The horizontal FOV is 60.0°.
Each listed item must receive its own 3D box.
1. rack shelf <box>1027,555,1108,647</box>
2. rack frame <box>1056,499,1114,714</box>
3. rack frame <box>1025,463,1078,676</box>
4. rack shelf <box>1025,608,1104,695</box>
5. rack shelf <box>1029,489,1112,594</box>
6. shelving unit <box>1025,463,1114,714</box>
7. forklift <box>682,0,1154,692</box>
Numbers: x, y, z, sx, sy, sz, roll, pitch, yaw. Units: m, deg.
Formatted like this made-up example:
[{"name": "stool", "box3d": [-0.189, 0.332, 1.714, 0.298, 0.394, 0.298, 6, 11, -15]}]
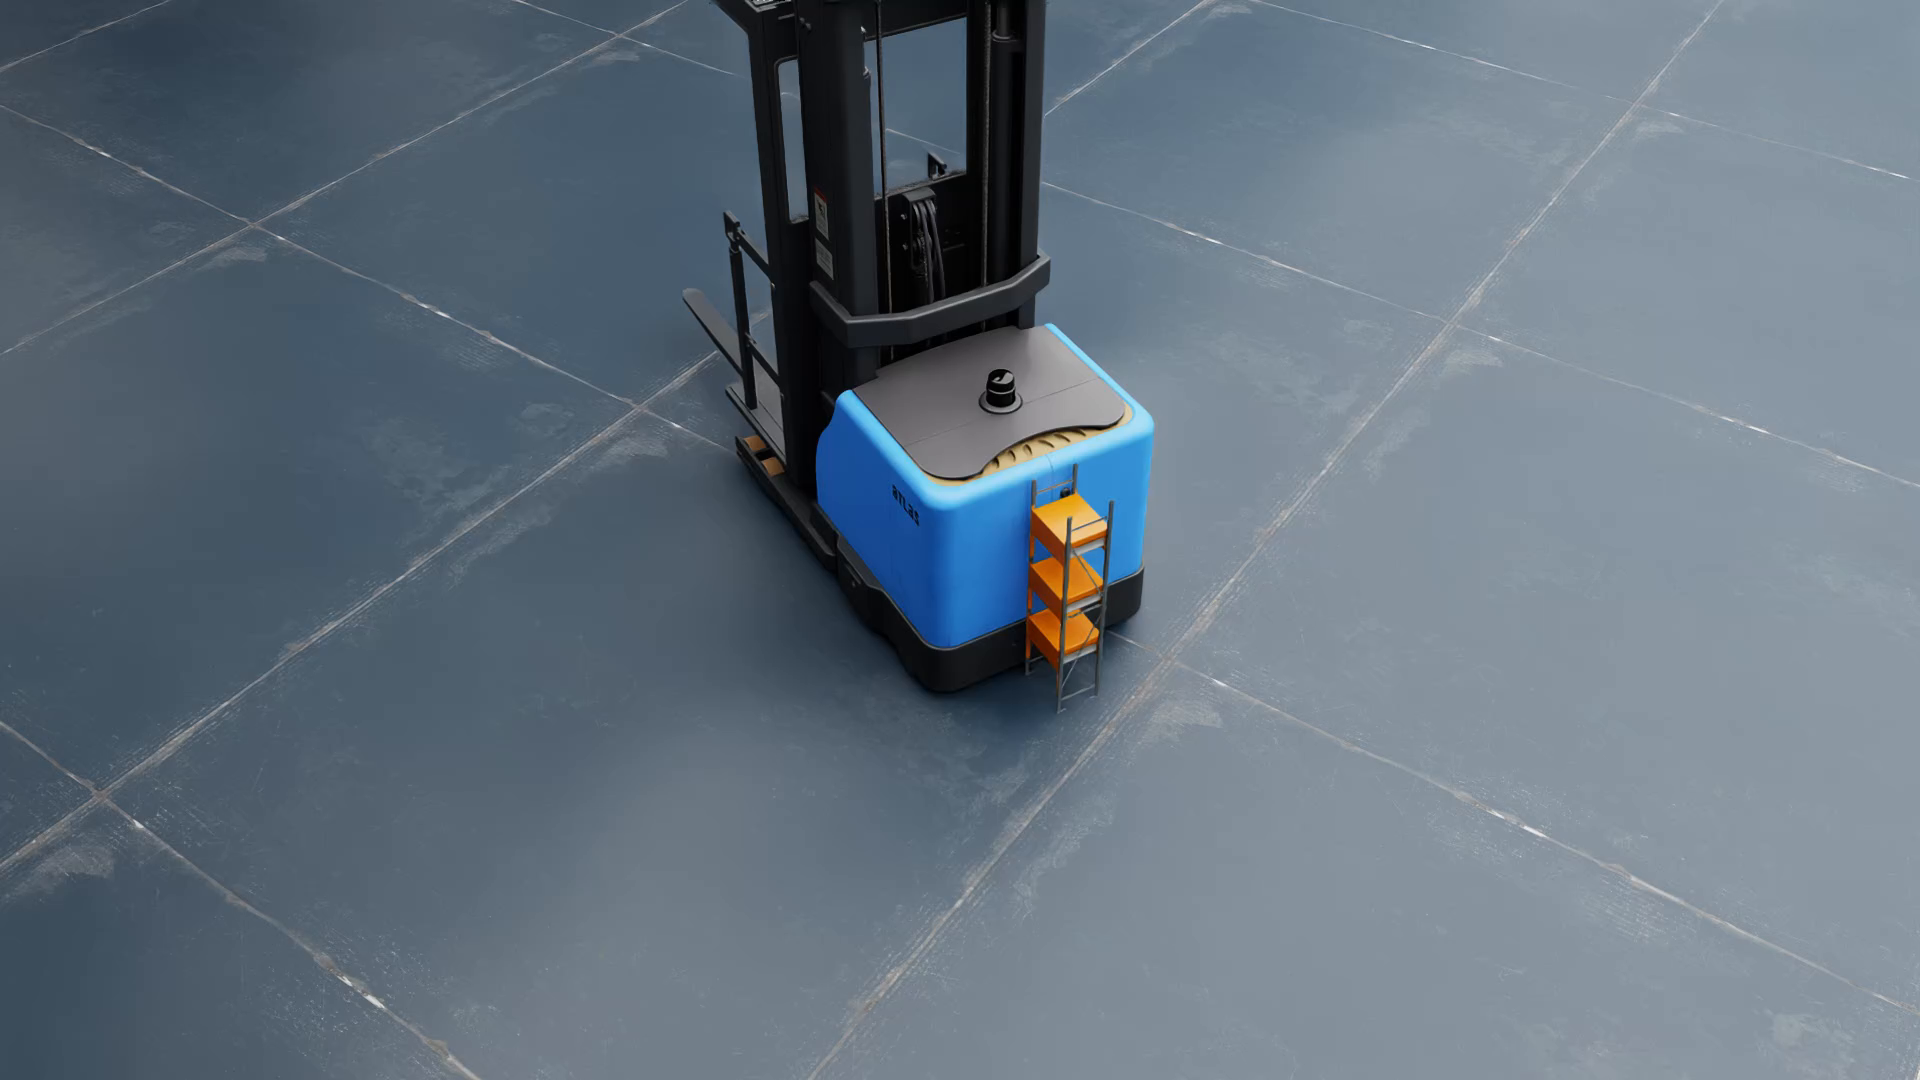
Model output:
[{"name": "rack shelf", "box3d": [0.416, 0.215, 6.487, 0.215, 0.259, 0.240, -21, 46, -22]}, {"name": "rack frame", "box3d": [0.477, 0.277, 6.401, 0.200, 1.050, 0.008, -21, 46, -22]}, {"name": "rack frame", "box3d": [0.355, 0.136, 6.559, 0.200, 1.050, 0.008, -21, 46, -22]}, {"name": "rack shelf", "box3d": [0.416, 0.422, 6.672, 0.215, 0.259, 0.240, -21, 46, -22]}, {"name": "rack shelf", "box3d": [0.416, 0.003, 6.298, 0.215, 0.259, 0.240, -21, 46, -22]}, {"name": "shelving unit", "box3d": [0.416, 0.207, 6.480, 0.215, 1.050, 0.252, -21, 46, -22]}, {"name": "forklift", "box3d": [-0.397, -1.450, 6.921, 1.130, 2.935, 3.031, -21, 46, -22]}]
